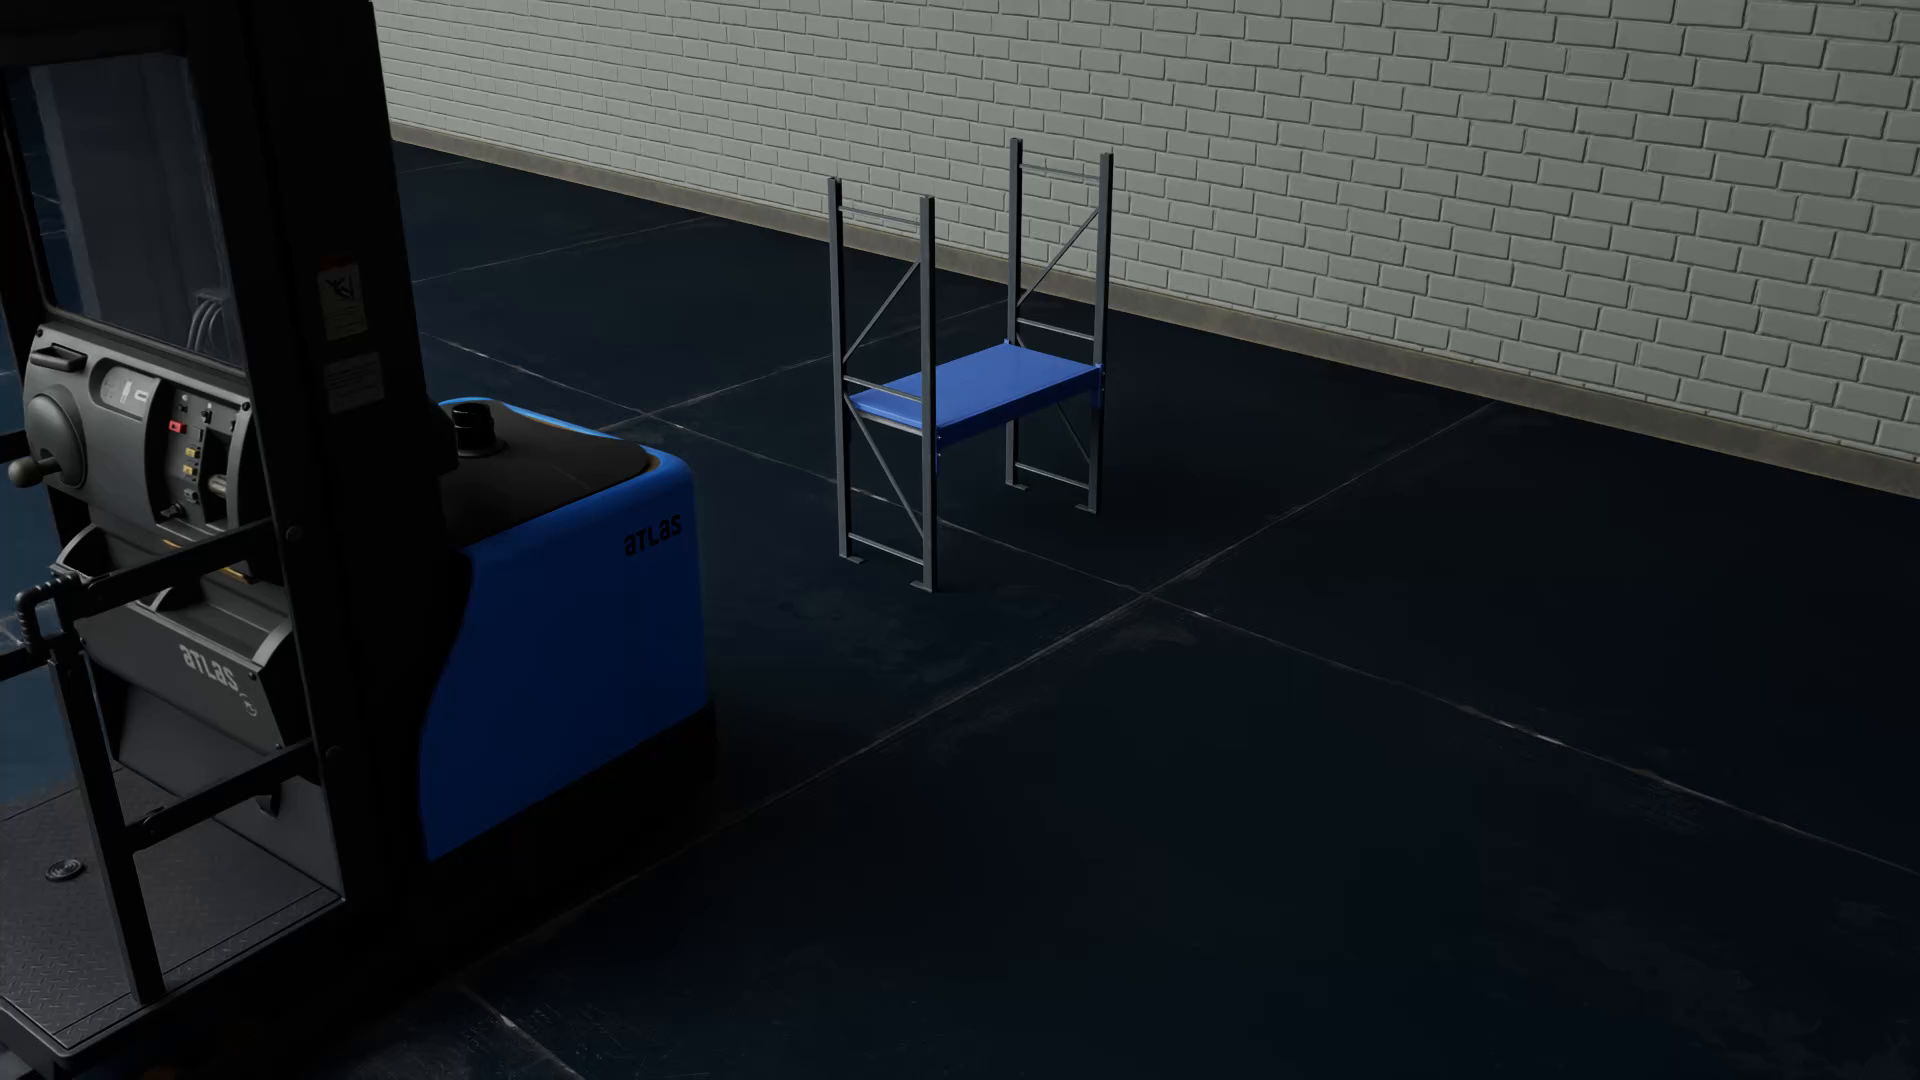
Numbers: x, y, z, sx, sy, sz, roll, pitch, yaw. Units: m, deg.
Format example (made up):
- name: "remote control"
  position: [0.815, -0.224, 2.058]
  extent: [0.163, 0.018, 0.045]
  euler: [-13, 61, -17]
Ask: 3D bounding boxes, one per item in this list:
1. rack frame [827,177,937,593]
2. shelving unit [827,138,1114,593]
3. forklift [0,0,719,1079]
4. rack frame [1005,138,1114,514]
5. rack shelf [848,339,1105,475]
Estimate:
- name: "rack frame"
  position: [-0.282, -0.555, 6.156]
  extent: [0.500, 1.500, 0.032]
  euler: [20, 31, 38]
- name: "shelving unit"
  position: [0.057, -0.710, 6.501]
  extent: [0.538, 1.500, 1.048]
  euler: [20, 31, 38]
- name: "forklift"
  position: [-2.013, -0.218, 3.653]
  extent: [1.130, 2.935, 3.031]
  euler: [17, 29, 33]
- name: "rack frame"
  position: [0.396, -0.865, 6.847]
  extent: [0.500, 1.500, 0.032]
  euler: [20, 31, 38]
- name: "rack shelf"
  position: [0.057, -0.546, 6.575]
  extent: [0.538, 0.185, 1.000]
  euler: [20, 31, 38]
